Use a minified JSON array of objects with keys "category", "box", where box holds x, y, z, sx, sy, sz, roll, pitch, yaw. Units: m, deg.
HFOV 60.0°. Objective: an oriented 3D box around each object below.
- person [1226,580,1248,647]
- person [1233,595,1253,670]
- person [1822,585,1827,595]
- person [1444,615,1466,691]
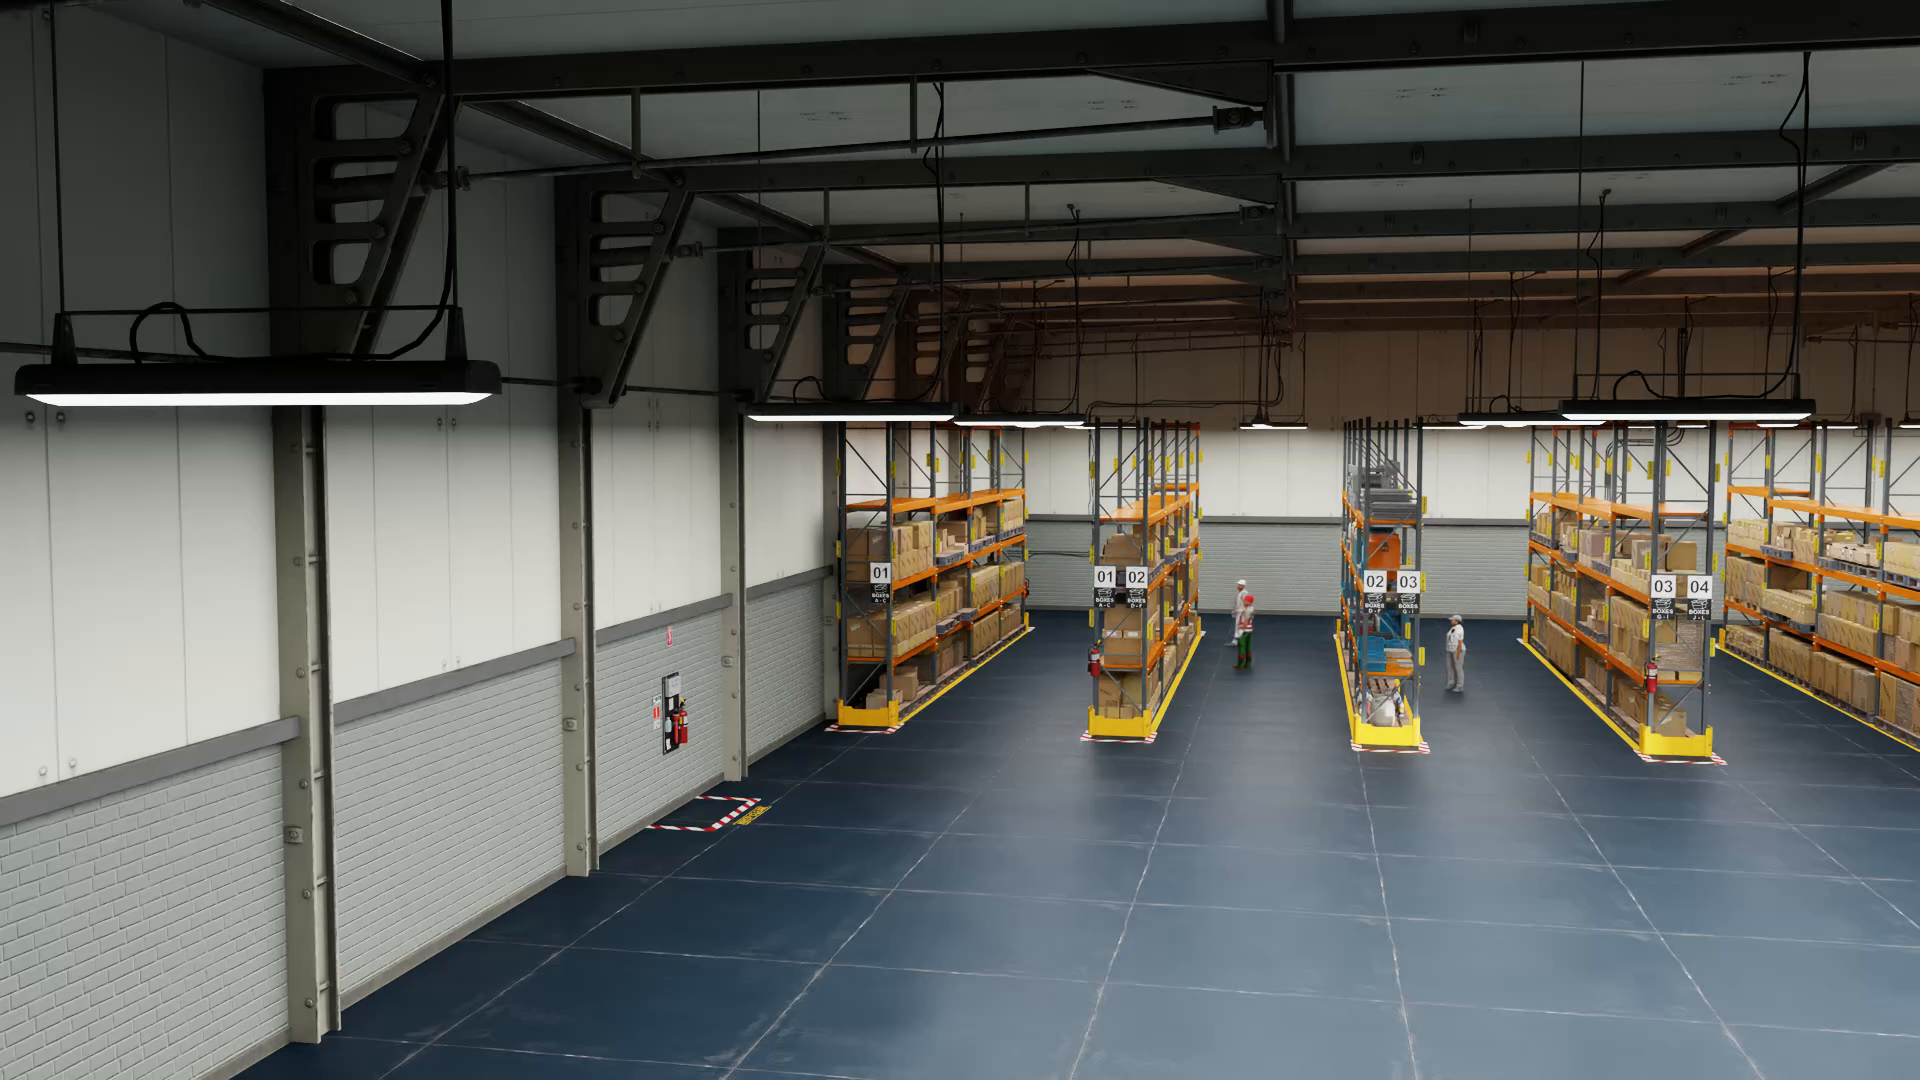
[{"category":"person","box":[7.408,1.946,44.442,0.634,1.782,0.562,0,4,2]},{"category":"person","box":[6.859,2.224,40.176,0.489,1.788,0.614,2,4,29]},{"category":"person","box":[22.243,2.044,43.057,0.473,1.788,0.643,3,5,39]},{"category":"person","box":[10.981,2.492,36.904,0.430,1.674,0.507,-1,4,-19]}]
